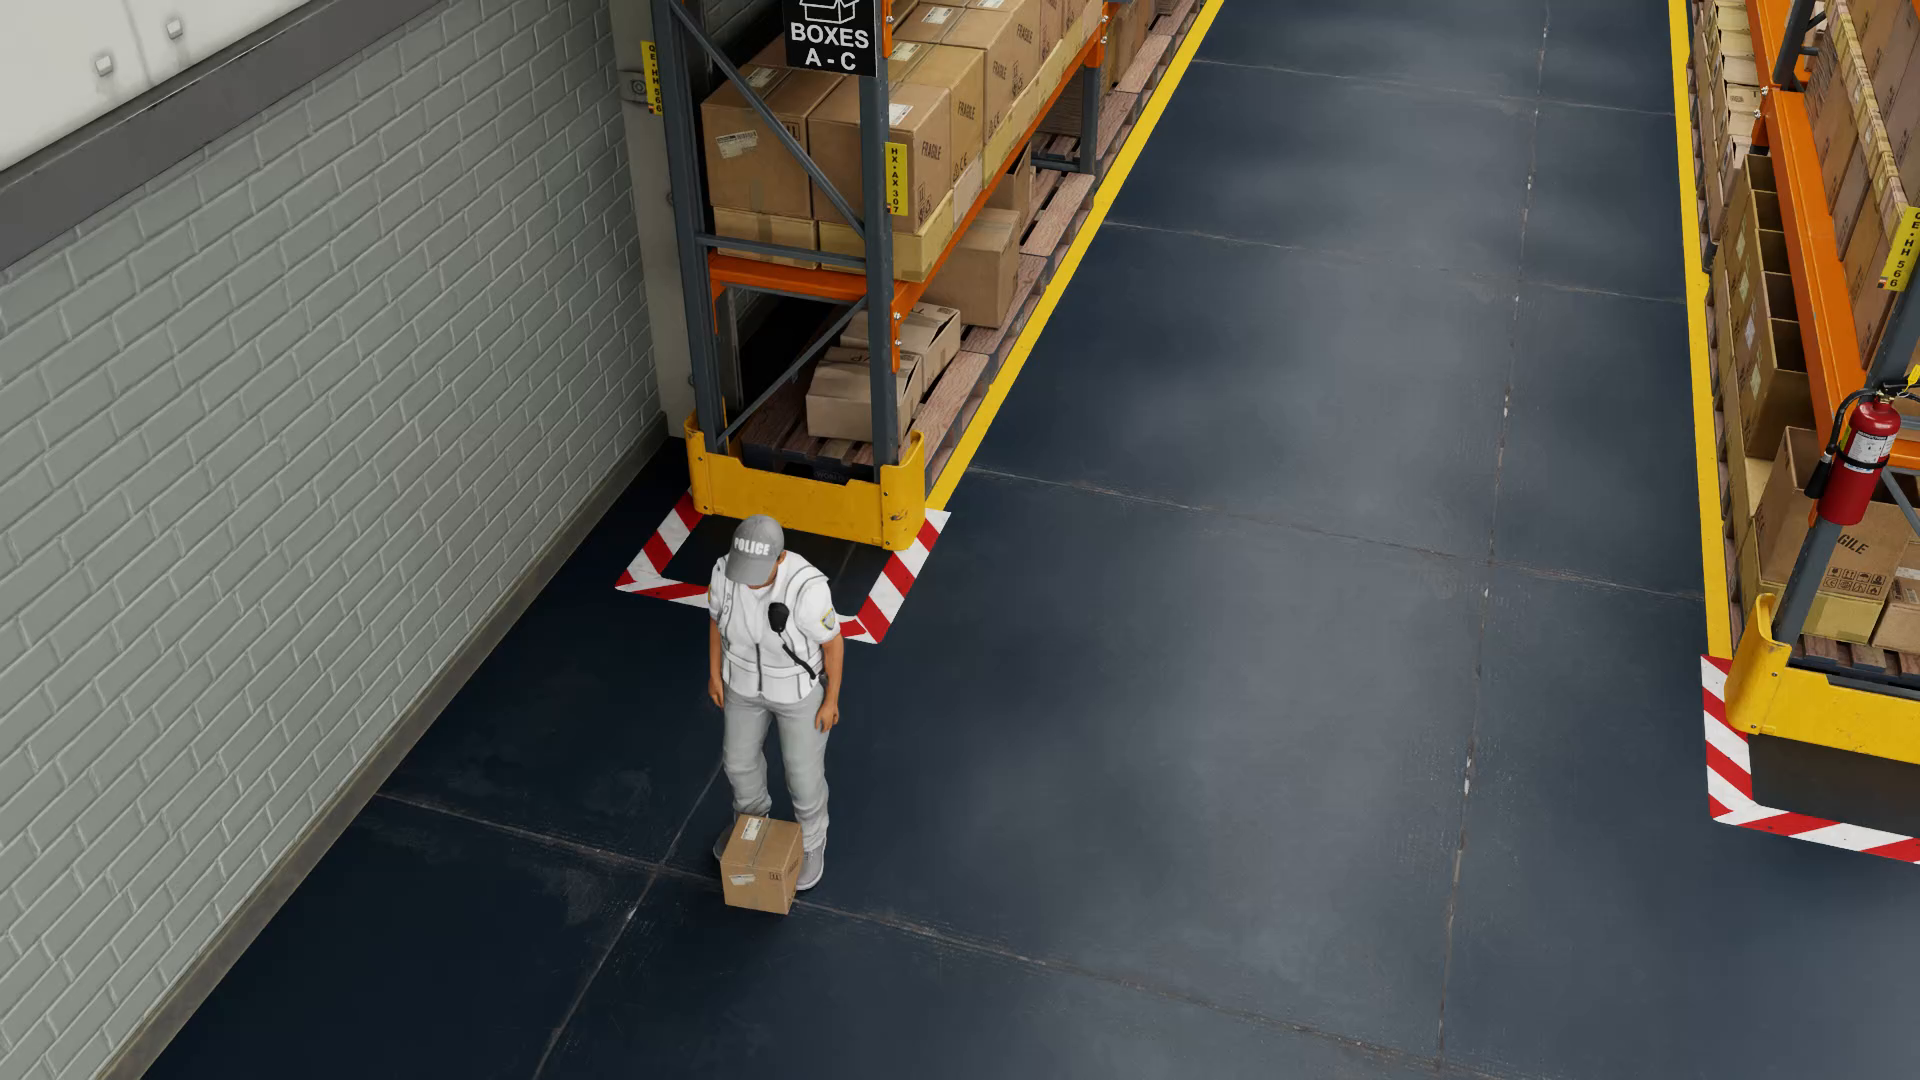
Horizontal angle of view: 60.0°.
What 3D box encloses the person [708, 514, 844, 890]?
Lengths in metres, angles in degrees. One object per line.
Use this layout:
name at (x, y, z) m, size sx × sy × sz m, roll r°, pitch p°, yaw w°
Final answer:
person at (-0.694, 0.557, 6.153) m, size 0.537 × 1.665 × 0.470 m, roll 11°, pitch 39°, yaw 14°
